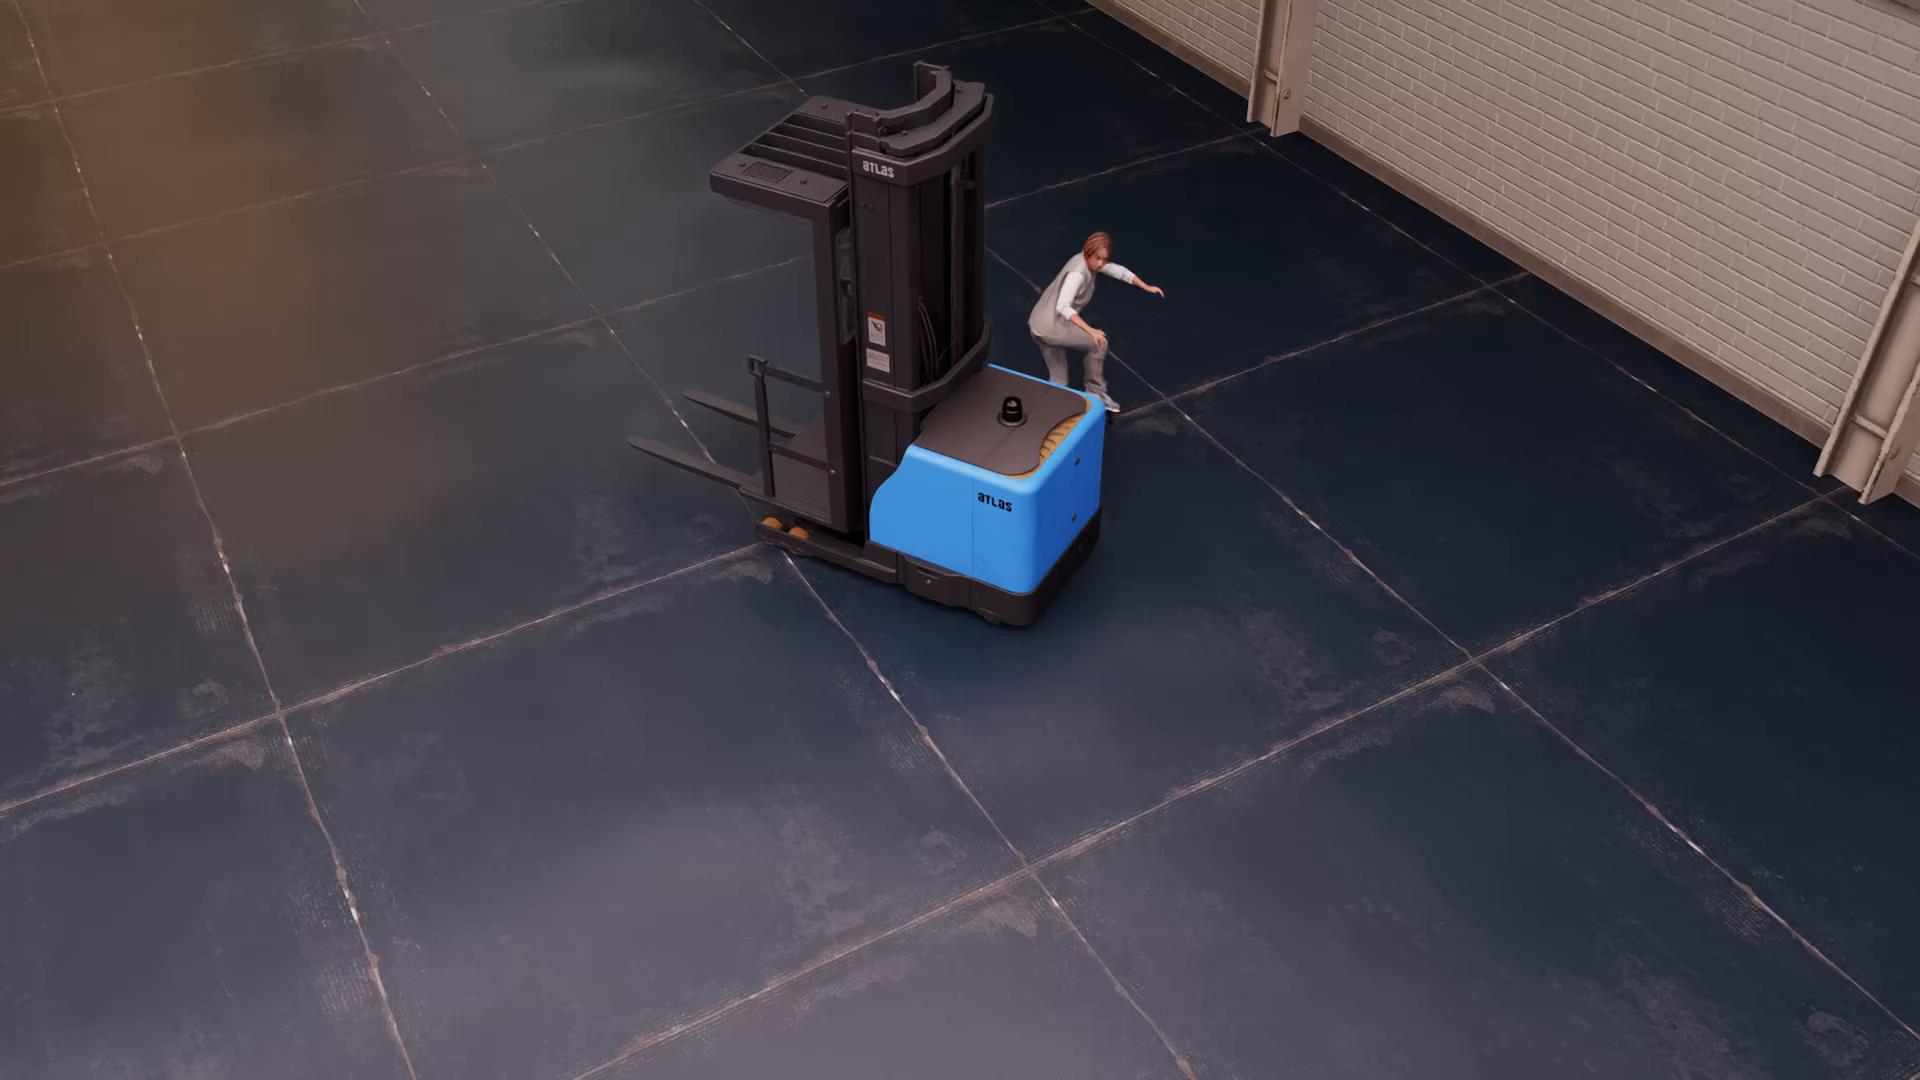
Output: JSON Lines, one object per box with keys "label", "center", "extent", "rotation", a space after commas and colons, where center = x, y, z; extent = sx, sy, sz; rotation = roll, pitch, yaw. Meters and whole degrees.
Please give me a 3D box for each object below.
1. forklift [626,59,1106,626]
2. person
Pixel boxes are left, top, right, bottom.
{"label": "forklift", "center": [-0.679, -1.313, 9.619], "extent": [3.031, 2.935, 1.130], "rotation": [20, 44, 22]}
{"label": "person", "center": [0.883, -1.317, 10.856], "extent": [0.937, 1.382, 0.827], "rotation": [-5, 40, -6]}
